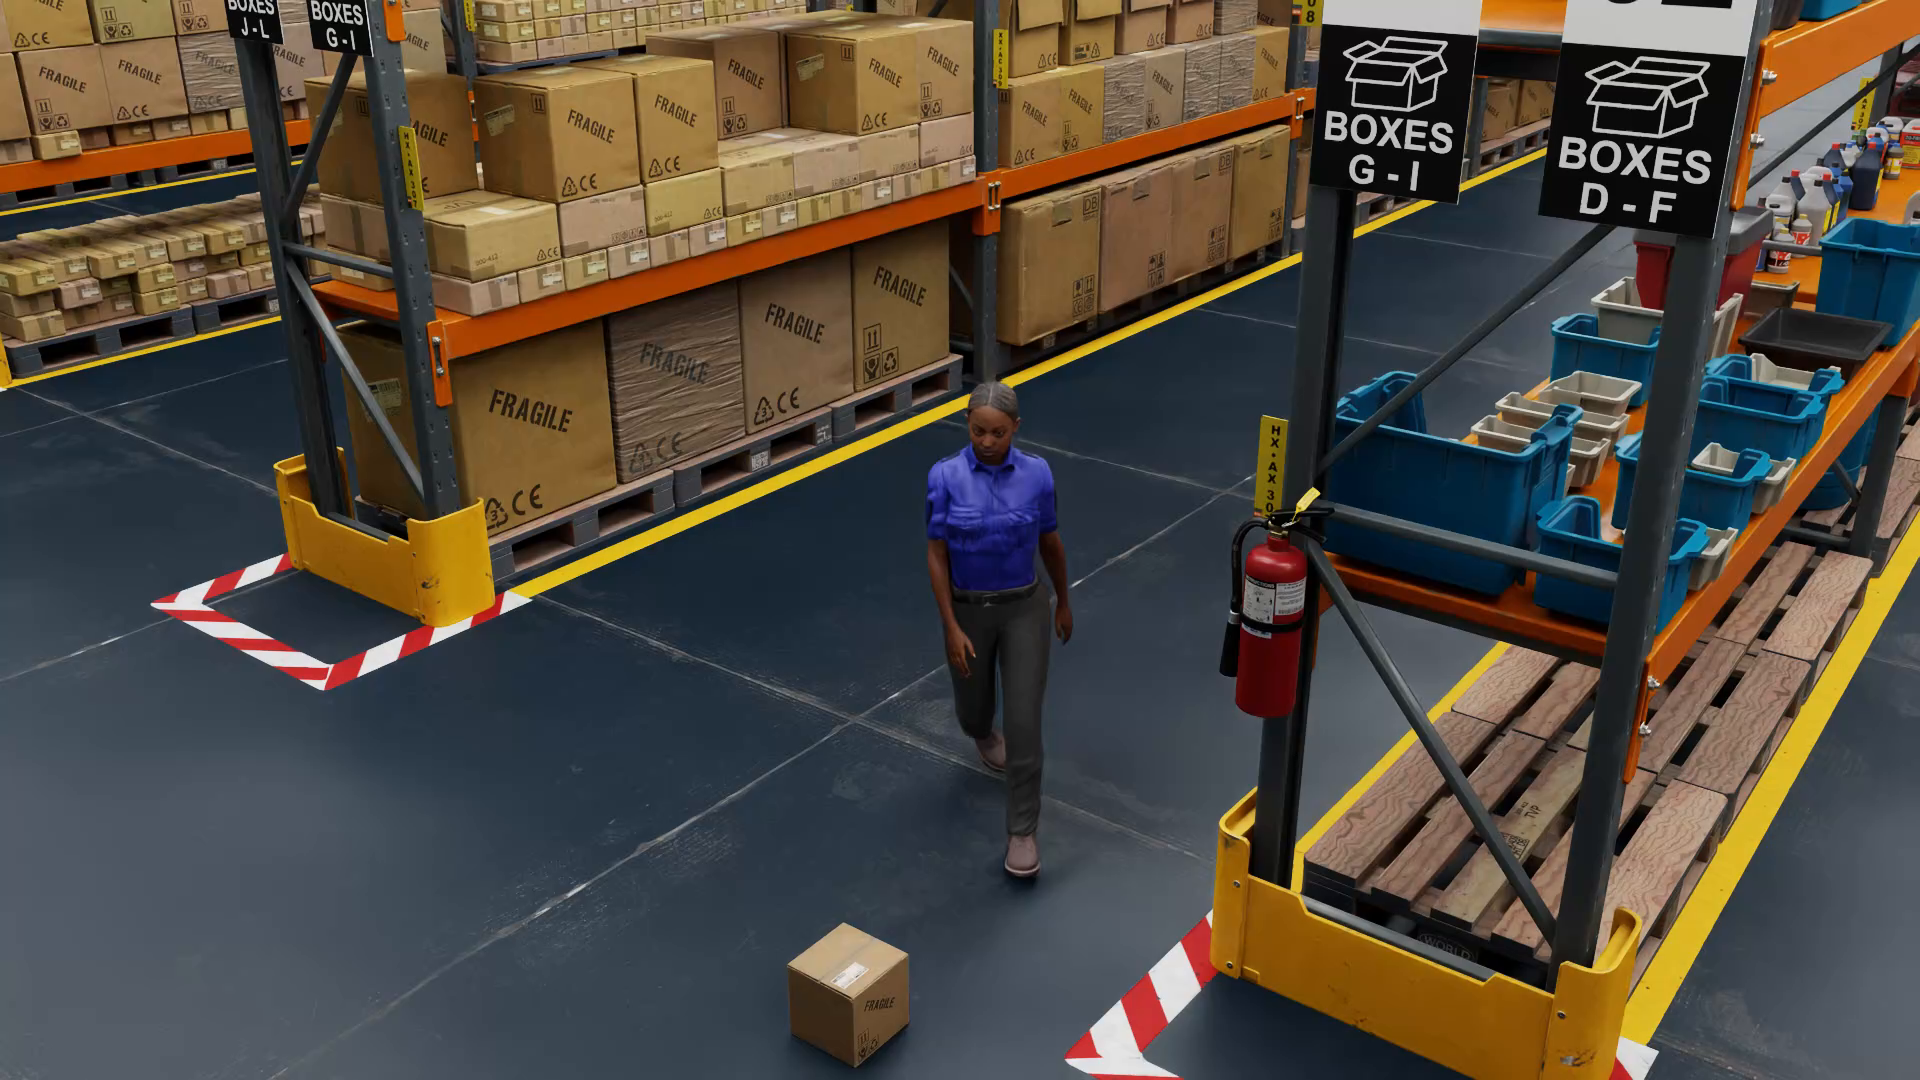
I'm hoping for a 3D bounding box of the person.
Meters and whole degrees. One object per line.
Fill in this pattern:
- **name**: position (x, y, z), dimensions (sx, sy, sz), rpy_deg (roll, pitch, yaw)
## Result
- **person**: position (0.135, 0.236, 5.571), dimensions (0.499, 1.621, 0.830), rpy_deg (1, 24, 2)
